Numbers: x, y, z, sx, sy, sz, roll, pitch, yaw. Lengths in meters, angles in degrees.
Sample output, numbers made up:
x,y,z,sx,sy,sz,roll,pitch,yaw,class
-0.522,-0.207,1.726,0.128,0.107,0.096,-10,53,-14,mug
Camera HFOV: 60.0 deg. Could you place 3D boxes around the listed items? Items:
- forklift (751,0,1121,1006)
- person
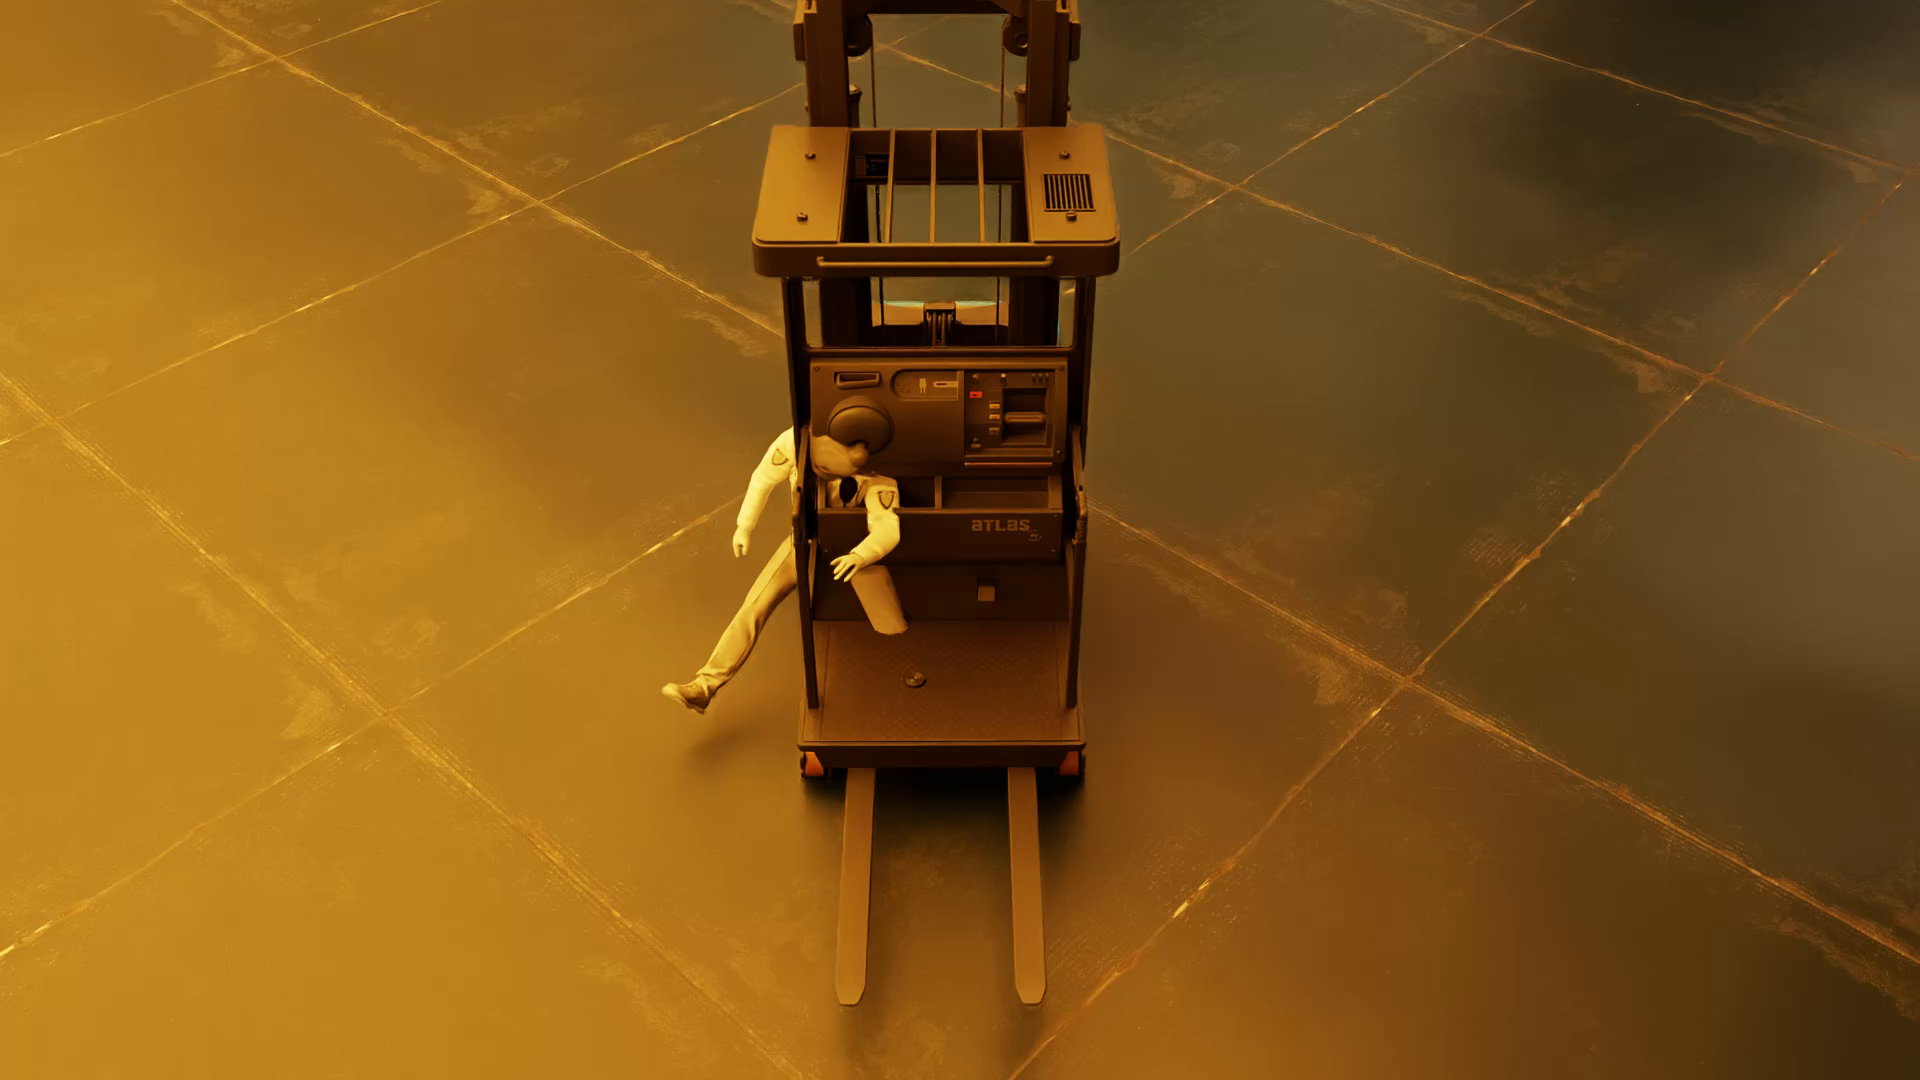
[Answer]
x,y,z,sx,sy,sz,roll,pitch,yaw,class
-0.072,-0.382,5.874,1.130,2.935,3.031,0,41,0,forklift
-0.521,0.131,6.442,0.986,1.368,1.135,20,45,22,person
